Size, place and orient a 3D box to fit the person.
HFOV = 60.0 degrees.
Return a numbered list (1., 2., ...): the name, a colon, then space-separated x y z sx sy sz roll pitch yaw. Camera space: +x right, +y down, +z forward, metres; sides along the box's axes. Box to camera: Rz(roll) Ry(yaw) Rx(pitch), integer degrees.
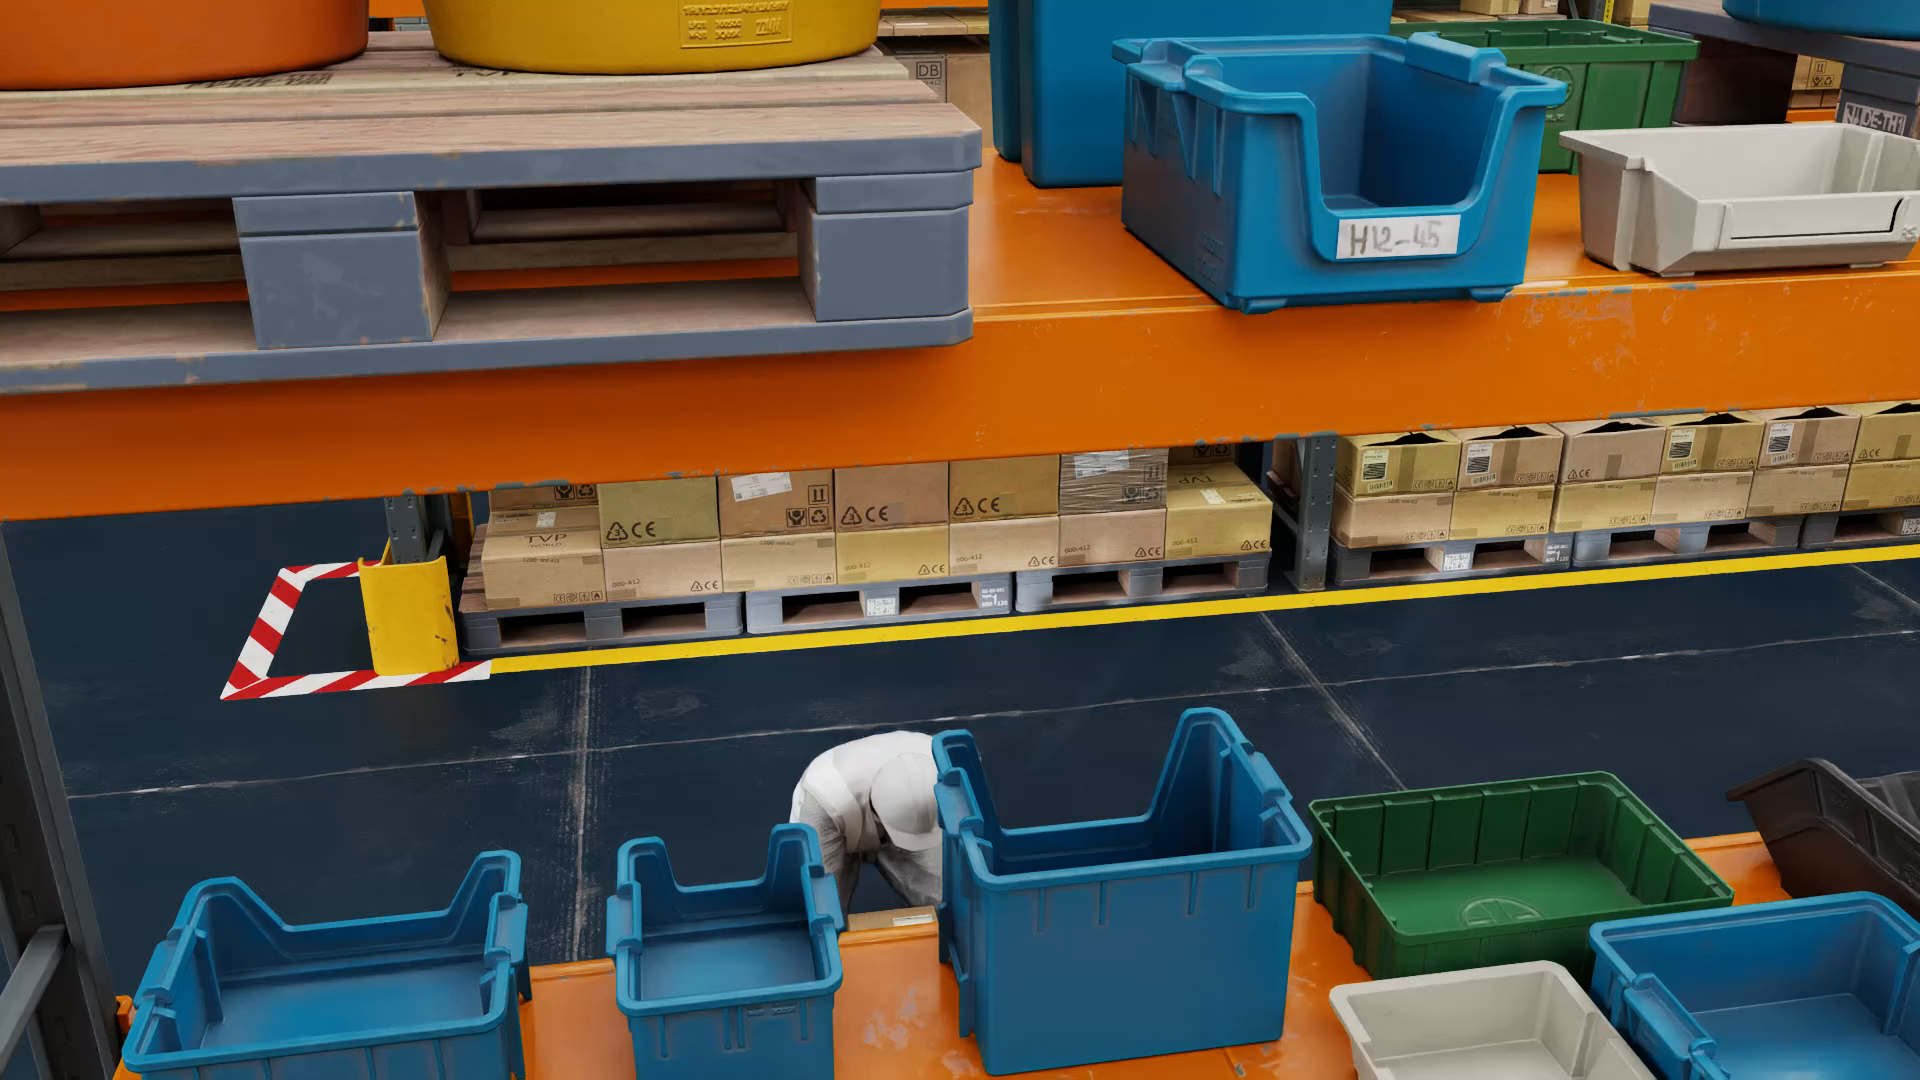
1. person: -0.225 0.930 4.909 0.578 0.993 0.897 -4 23 -10
